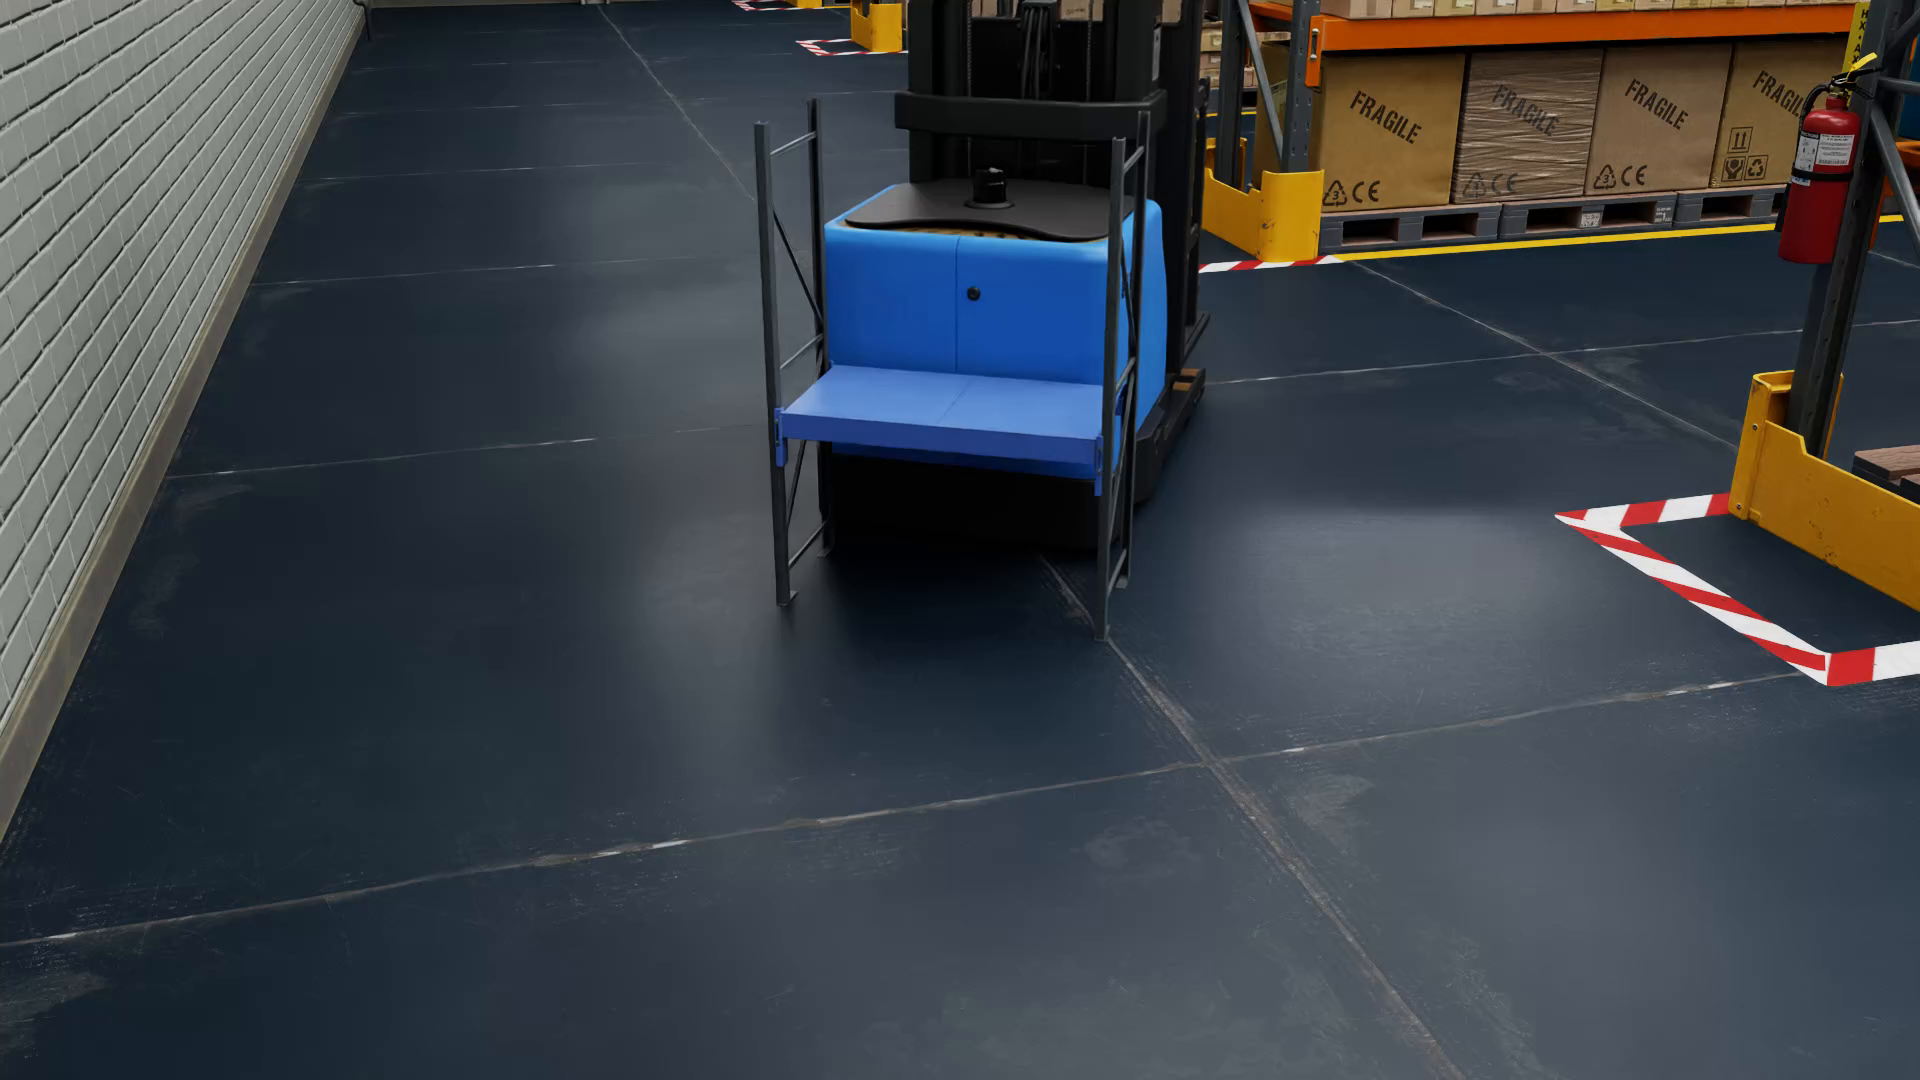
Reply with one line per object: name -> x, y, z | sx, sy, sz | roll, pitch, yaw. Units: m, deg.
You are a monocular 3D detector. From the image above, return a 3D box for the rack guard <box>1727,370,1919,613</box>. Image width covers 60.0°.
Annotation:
rack guard -> 3.075, -0.145, 5.454 | 0.348, 0.500, 1.175 | -6, 24, -14

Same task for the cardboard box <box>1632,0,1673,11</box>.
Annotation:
cardboard box -> 3.920, -3.172, 9.656 | 0.250, 0.149, 0.380 | -6, 24, -14

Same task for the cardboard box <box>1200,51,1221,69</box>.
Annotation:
cardboard box -> 2.085, -4.171, 14.373 | 0.250, 0.149, 0.380 | -7, 24, -17

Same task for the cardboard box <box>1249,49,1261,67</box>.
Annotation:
cardboard box -> 2.598, -4.241, 14.535 | 0.250, 0.149, 0.380 | -5, 24, -12

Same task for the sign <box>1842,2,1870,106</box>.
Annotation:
sign -> 2.931, -1.583, 5.429 | 0.005, 0.325, 0.100 | -6, 24, -14

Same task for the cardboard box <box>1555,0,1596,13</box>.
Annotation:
cardboard box -> 3.425, -3.117, 9.528 | 0.250, 0.149, 0.380 | -7, 24, -15

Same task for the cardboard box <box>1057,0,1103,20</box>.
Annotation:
cardboard box -> 1.436, -6.264, 19.261 | 0.875, 0.438, 0.875 | -7, 24, -16

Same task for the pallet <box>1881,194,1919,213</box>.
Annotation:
pallet -> 6.331, -2.437, 11.162 | 1.213, 0.211, 1.003 | -6, 24, -14

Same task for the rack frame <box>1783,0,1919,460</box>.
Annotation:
rack frame -> 3.095, -1.301, 4.978 | 0.127, 3.000, 1.000 | -6, 24, -14

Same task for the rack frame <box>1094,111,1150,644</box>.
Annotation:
rack frame -> 0.482, -0.473, 4.951 | 0.032, 1.500, 0.500 | 6, 24, 13

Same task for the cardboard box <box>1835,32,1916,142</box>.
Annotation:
cardboard box -> 6.219, -2.900, 10.867 | 0.875, 0.875, 1.225 | -6, 24, -14

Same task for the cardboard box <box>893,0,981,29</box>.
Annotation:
cardboard box -> -0.312, -6.068, 18.804 | 0.875, 0.438, 0.875 | -7, 24, -16

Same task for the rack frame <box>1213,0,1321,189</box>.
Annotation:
rack frame -> 1.757, -3.182, 9.361 | 0.127, 3.000, 1.000 | -6, 24, -14

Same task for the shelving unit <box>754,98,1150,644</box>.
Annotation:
shelving unit -> -0.011, -0.523, 5.067 | 1.048, 1.500, 0.538 | 6, 24, 13

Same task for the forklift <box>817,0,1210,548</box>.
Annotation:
forklift -> 0.416, -1.873, 6.398 | 1.130, 2.935, 3.031 | 7, 24, 15

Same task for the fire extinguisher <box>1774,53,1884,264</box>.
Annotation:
fire extinguisher -> 2.827, -1.251, 5.432 | 0.183, 0.674, 0.296 | -6, 24, -14

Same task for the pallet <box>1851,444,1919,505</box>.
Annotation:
pallet -> 3.899, -0.093, 5.699 | 1.213, 0.211, 1.003 | -6, 24, -14

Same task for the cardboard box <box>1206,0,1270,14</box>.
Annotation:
cardboard box -> 3.507, -6.683, 19.683 | 0.875, 0.875, 0.875 | -6, 24, -13

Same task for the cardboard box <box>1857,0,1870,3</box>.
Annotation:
cardboard box -> 5.403, -3.335, 10.038 | 0.250, 0.149, 0.380 | -6, 24, -14

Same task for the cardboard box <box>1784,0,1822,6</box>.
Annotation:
cardboard box -> 4.908, -3.281, 9.910 | 0.250, 0.149, 0.380 | -7, 24, -15

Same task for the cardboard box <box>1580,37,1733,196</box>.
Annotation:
cardboard box -> 4.085, -2.688, 10.373 | 0.875, 0.875, 0.875 | -6, 24, -14

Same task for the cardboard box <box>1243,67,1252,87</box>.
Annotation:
cardboard box -> 2.331, -4.023, 14.405 | 0.250, 0.149, 0.380 | -8, 24, -17

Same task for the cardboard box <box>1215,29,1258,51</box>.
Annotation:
cardboard box -> 2.372, -4.306, 14.310 | 0.250, 0.149, 0.380 | -6, 24, -14

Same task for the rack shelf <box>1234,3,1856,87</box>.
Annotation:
rack shelf -> 3.683, -3.064, 9.999 | 4.000, 0.370, 1.077 | -6, 24, -14

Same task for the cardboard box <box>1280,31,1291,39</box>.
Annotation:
cardboard box -> 2.857, -4.354, 14.422 | 0.250, 0.149, 0.380 | -7, 24, -16

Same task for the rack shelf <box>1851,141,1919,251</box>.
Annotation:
rack shelf -> 5.020, -1.184, 5.617 | 4.000, 0.370, 1.077 | -6, 24, -14

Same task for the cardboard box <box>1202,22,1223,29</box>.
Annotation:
cardboard box -> 2.222, -4.504, 14.772 | 0.250, 0.149, 0.380 | -7, 24, -16

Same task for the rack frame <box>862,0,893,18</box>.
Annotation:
rack frame -> -0.920, -6.944, 18.129 | 0.127, 3.000, 1.000 | -6, 24, -14

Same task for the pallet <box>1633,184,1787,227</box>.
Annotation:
pallet -> 4.855, -2.275, 10.784 | 1.213, 0.211, 1.003 | -6, 24, -14

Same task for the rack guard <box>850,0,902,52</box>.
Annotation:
rack guard -> -0.943, -5.793, 18.616 | 0.348, 0.500, 1.175 | -6, 24, -14

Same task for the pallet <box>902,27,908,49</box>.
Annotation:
pallet -> -0.171, -5.777, 18.947 | 1.213, 0.211, 1.003 | -6, 24, -14

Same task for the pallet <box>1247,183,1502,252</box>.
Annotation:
pallet -> 2.506, -2.015, 10.178 | 1.213, 0.211, 1.003 | -6, 24, -14

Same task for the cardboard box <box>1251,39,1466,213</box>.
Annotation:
cardboard box -> 2.351, -2.497, 9.927 | 0.875, 0.875, 0.875 | -6, 24, -14

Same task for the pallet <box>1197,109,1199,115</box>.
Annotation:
pallet -> 1.379, -3.875, 14.514 | 1.213, 0.211, 1.003 | -6, 24, -14

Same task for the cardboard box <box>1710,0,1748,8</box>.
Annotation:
cardboard box -> 4.412, -3.226, 9.782 | 0.250, 0.149, 0.380 | -6, 24, -13

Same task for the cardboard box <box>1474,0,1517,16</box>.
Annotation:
cardboard box -> 2.932, -3.062, 9.401 | 0.250, 0.149, 0.380 | -7, 24, -15

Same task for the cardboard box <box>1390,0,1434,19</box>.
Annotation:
cardboard box -> 2.434, -3.007, 9.271 | 0.250, 0.149, 0.380 | -7, 24, -15
